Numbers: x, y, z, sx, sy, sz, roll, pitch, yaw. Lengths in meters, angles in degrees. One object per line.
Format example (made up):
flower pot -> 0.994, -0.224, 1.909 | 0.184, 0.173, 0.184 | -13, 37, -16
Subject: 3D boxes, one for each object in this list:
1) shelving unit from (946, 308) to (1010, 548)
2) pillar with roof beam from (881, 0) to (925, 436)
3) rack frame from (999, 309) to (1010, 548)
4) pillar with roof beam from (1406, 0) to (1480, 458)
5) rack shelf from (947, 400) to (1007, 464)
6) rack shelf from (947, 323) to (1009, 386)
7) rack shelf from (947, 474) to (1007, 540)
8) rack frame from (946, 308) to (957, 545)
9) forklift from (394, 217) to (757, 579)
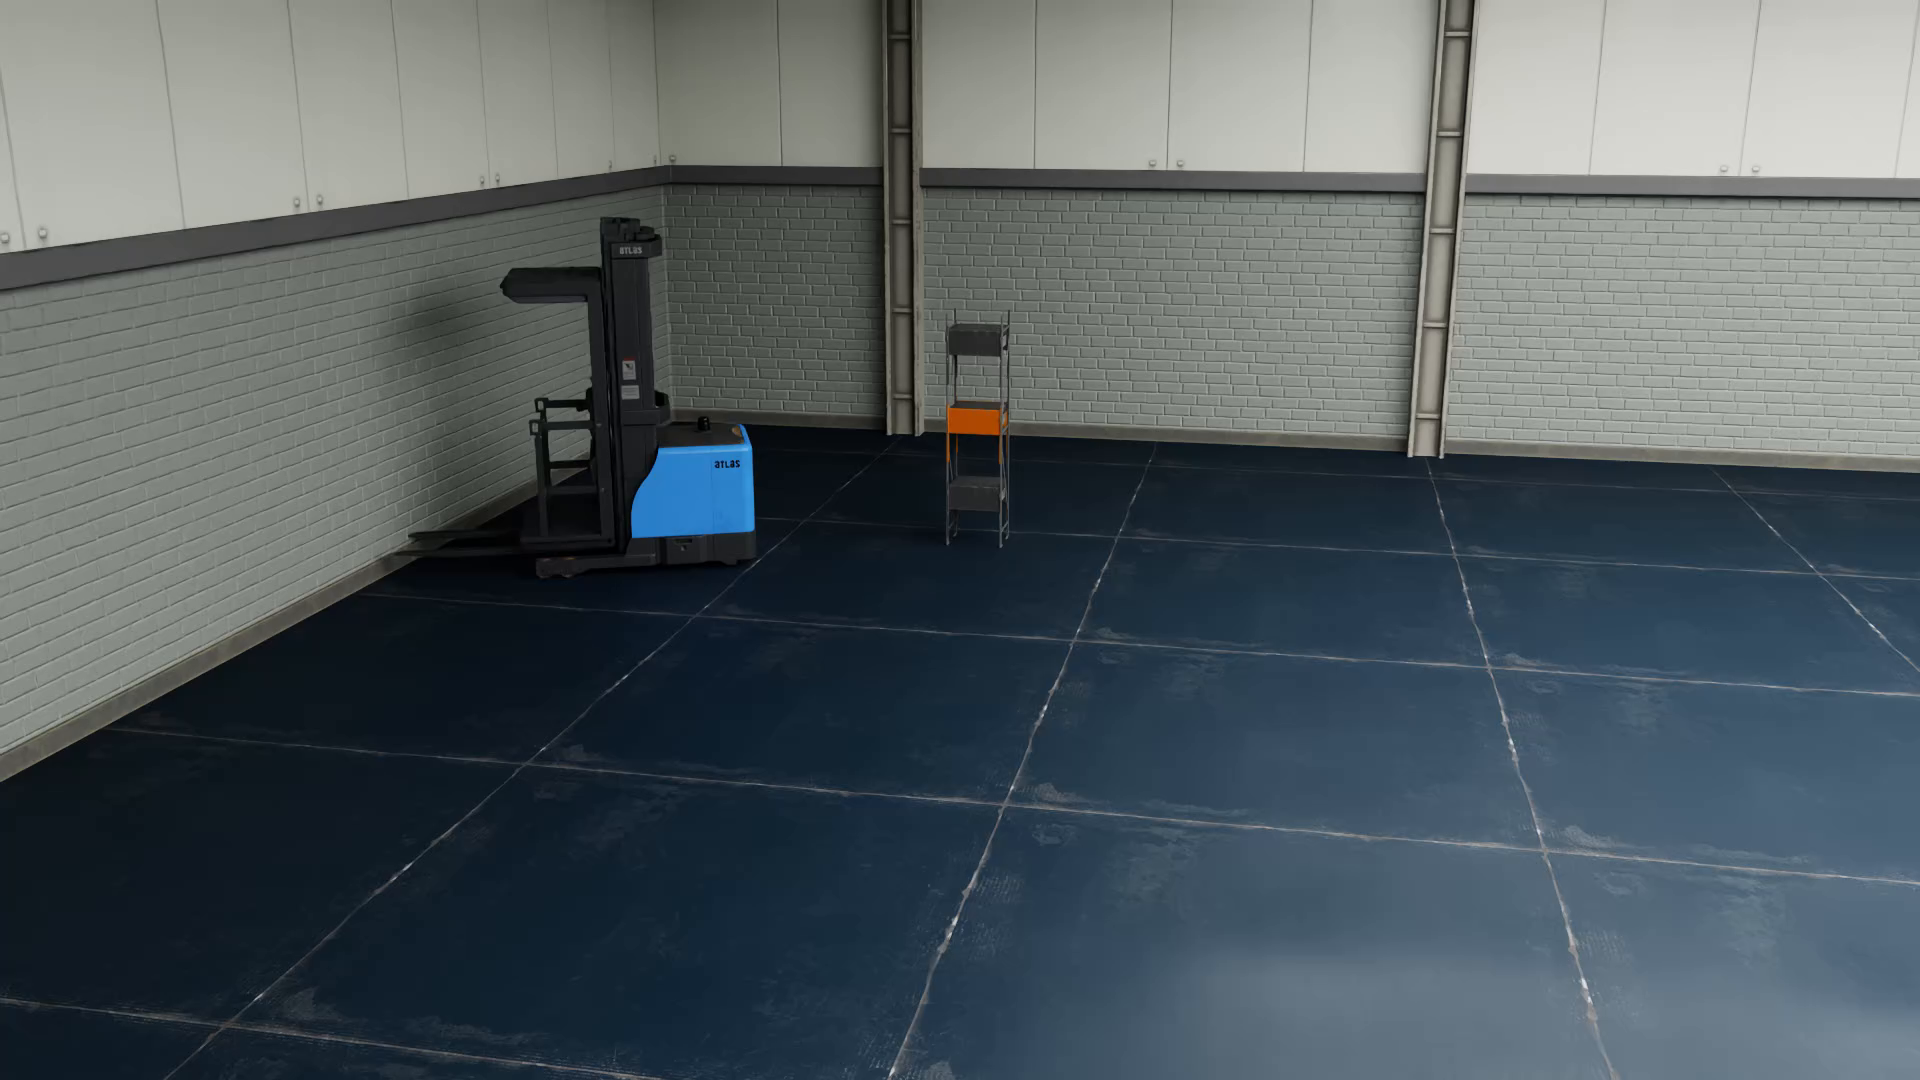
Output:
shelving unit -> 0.162, -1.003, 14.938 | 0.503, 2.100, 0.431 | 3, 16, 11
pillar with roof beam -> -1.508, -4.490, 14.604 | 0.400, 9.000, 9.100 | 3, 16, 11
rack frame -> 0.401, -0.990, 14.891 | 0.015, 2.100, 0.400 | 3, 16, 11
pillar with roof beam -> 4.372, -4.171, 13.451 | 0.400, 9.000, 9.100 | 3, 16, 11
rack shelf -> 0.162, -0.990, 14.942 | 0.480, 0.518, 0.431 | 3, 16, 11
rack shelf -> 0.162, -1.665, 14.755 | 0.480, 0.518, 0.431 | 3, 16, 11
rack shelf -> 0.162, -0.315, 15.128 | 0.480, 0.518, 0.431 | 3, 16, 11
rack frame -> -0.077, -1.016, 14.985 | 0.015, 2.100, 0.400 | 3, 16, 11
forklift -> -3.335, -1.240, 14.236 | 3.031, 2.935, 1.130 | -3, 16, -11
